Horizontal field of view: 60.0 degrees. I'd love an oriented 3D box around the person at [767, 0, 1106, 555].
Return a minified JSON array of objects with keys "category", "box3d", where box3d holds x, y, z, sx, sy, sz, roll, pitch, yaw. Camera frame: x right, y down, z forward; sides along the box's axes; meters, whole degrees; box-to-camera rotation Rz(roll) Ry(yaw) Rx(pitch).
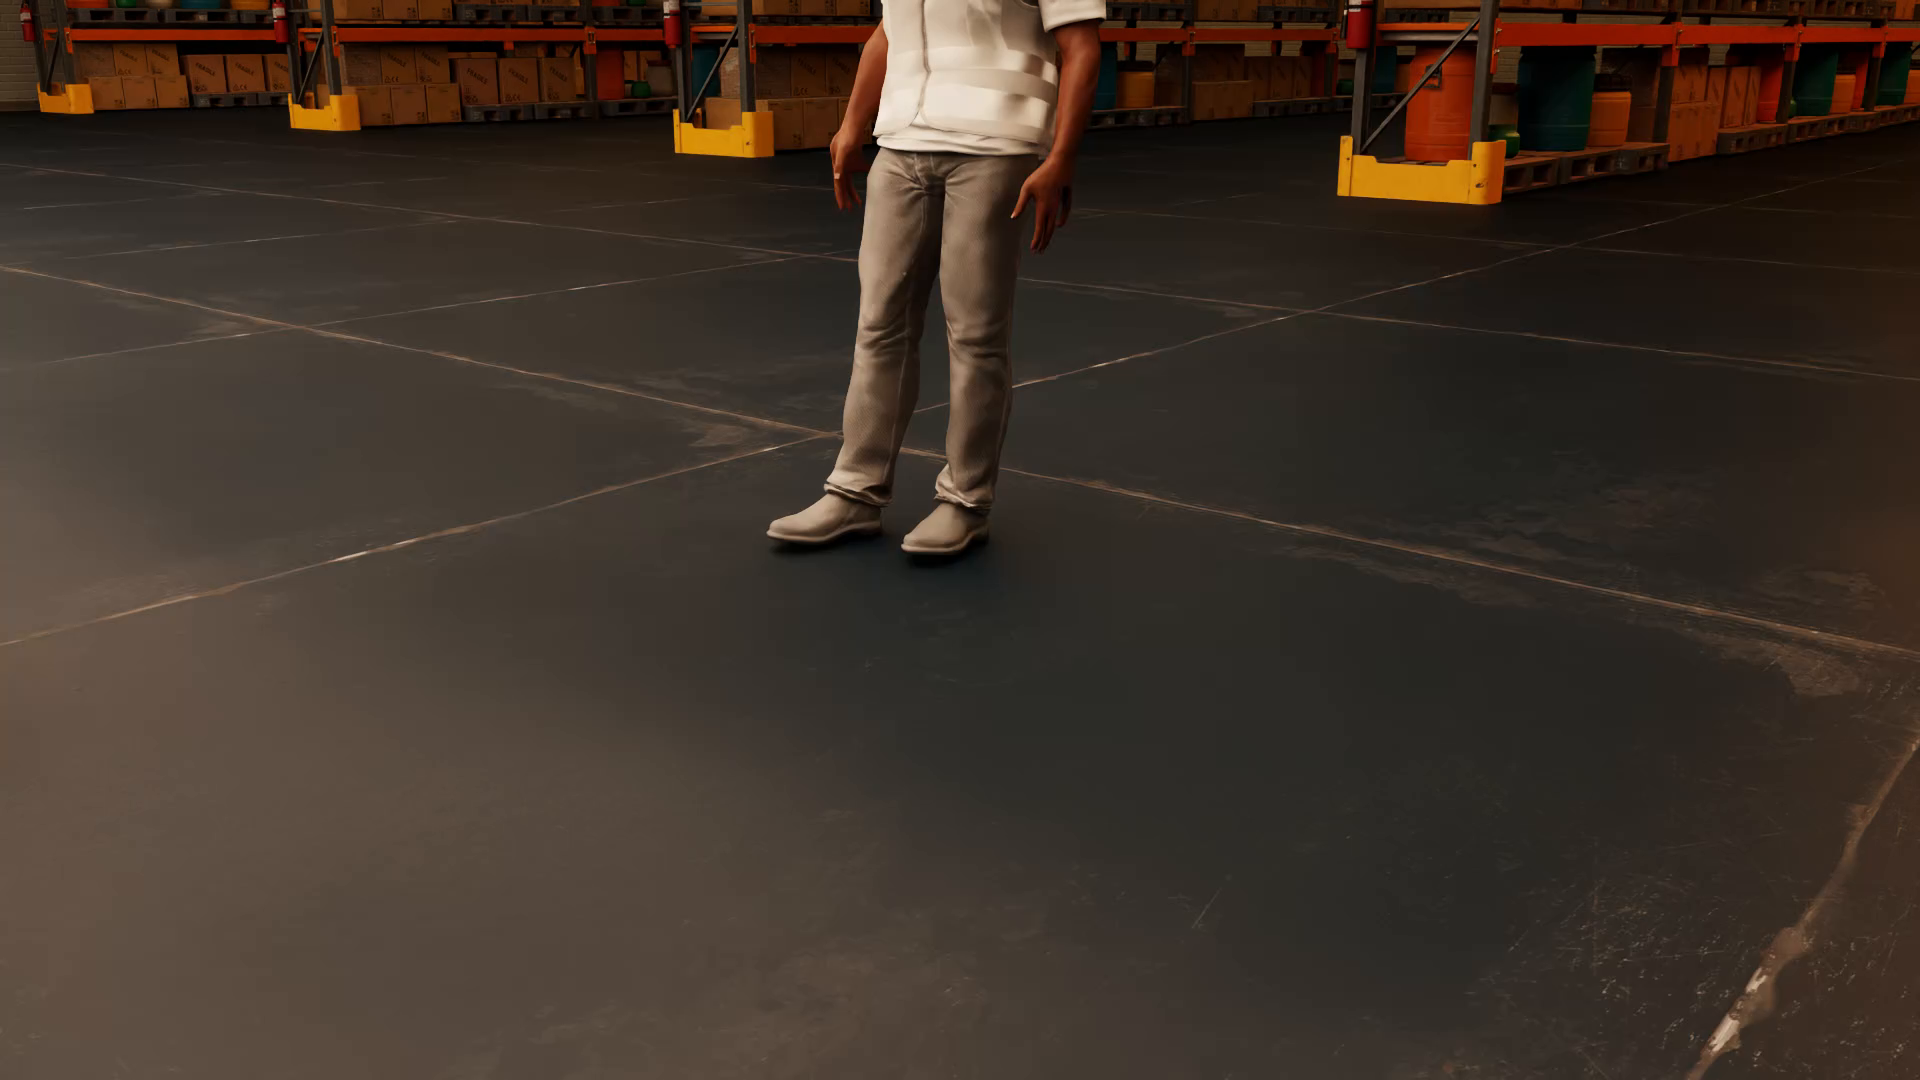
[{"category":"person","box3d":[-0.049,-0.838,3.636,0.665,1.765,0.577,13,21,37]}]
